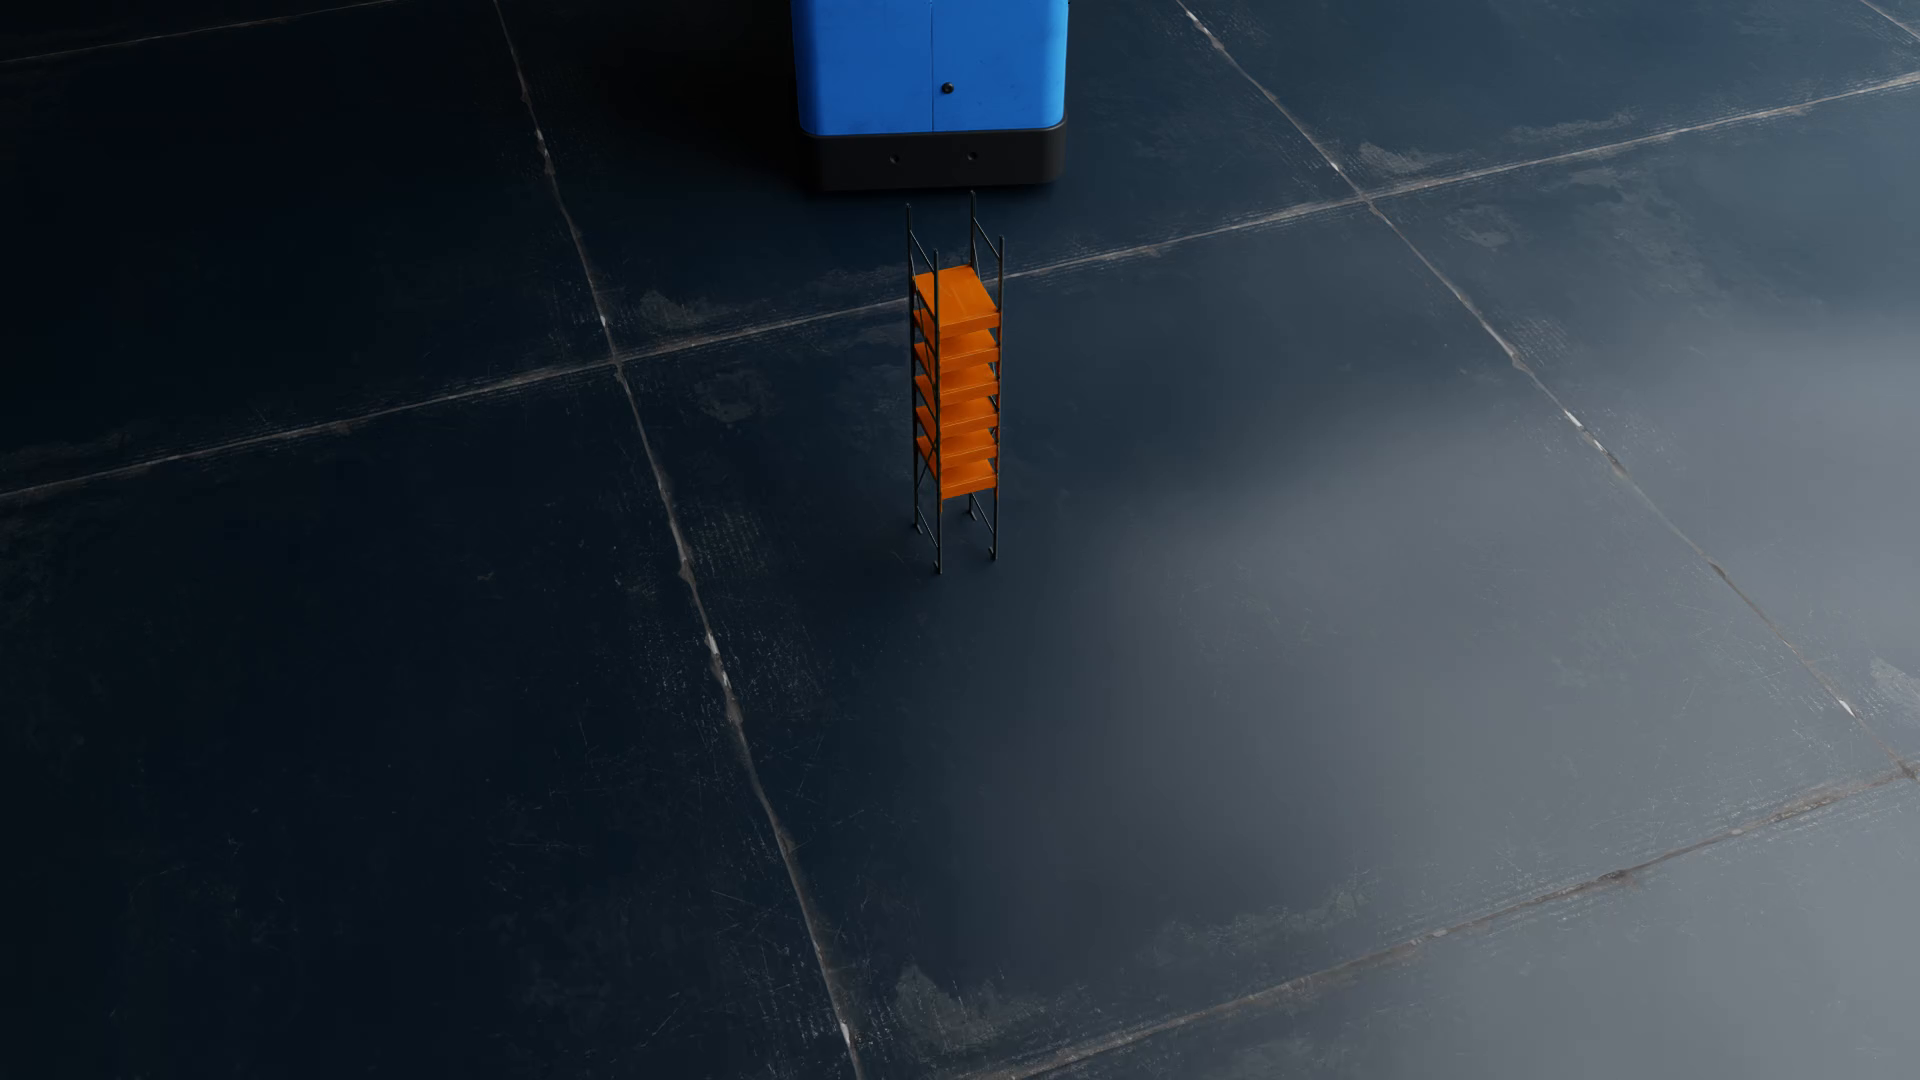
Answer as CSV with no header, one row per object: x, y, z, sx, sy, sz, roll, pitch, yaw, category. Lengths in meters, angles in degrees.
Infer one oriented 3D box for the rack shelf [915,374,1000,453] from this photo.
-0.014,-0.389,4.853,0.180,0.103,0.258,-14,47,-14,rack shelf

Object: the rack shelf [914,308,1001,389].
-0.014,-0.558,4.683,0.180,0.103,0.258,-14,47,-14,rack shelf

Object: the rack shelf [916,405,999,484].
-0.014,-0.304,4.938,0.180,0.103,0.258,-14,47,-14,rack shelf

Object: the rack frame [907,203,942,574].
-0.100,-0.398,4.800,0.006,1.200,0.240,-14,47,-14,rack frame

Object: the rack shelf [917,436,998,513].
-0.014,-0.219,5.023,0.180,0.103,0.258,-14,47,-14,rack shelf

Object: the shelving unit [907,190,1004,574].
-0.014,-0.420,4.822,0.189,1.200,0.258,-14,47,-14,shelving unit

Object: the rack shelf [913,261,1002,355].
-0.014,-0.643,4.598,0.180,0.103,0.258,-14,47,-14,rack shelf

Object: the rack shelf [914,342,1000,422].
-0.014,-0.473,4.768,0.180,0.103,0.258,-14,47,-14,rack shelf

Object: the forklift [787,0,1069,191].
-0.198,-3.437,6.606,1.130,2.935,3.031,-3,45,-3,forklift

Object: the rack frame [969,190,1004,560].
0.072,-0.442,4.843,0.006,1.200,0.240,-14,47,-14,rack frame
